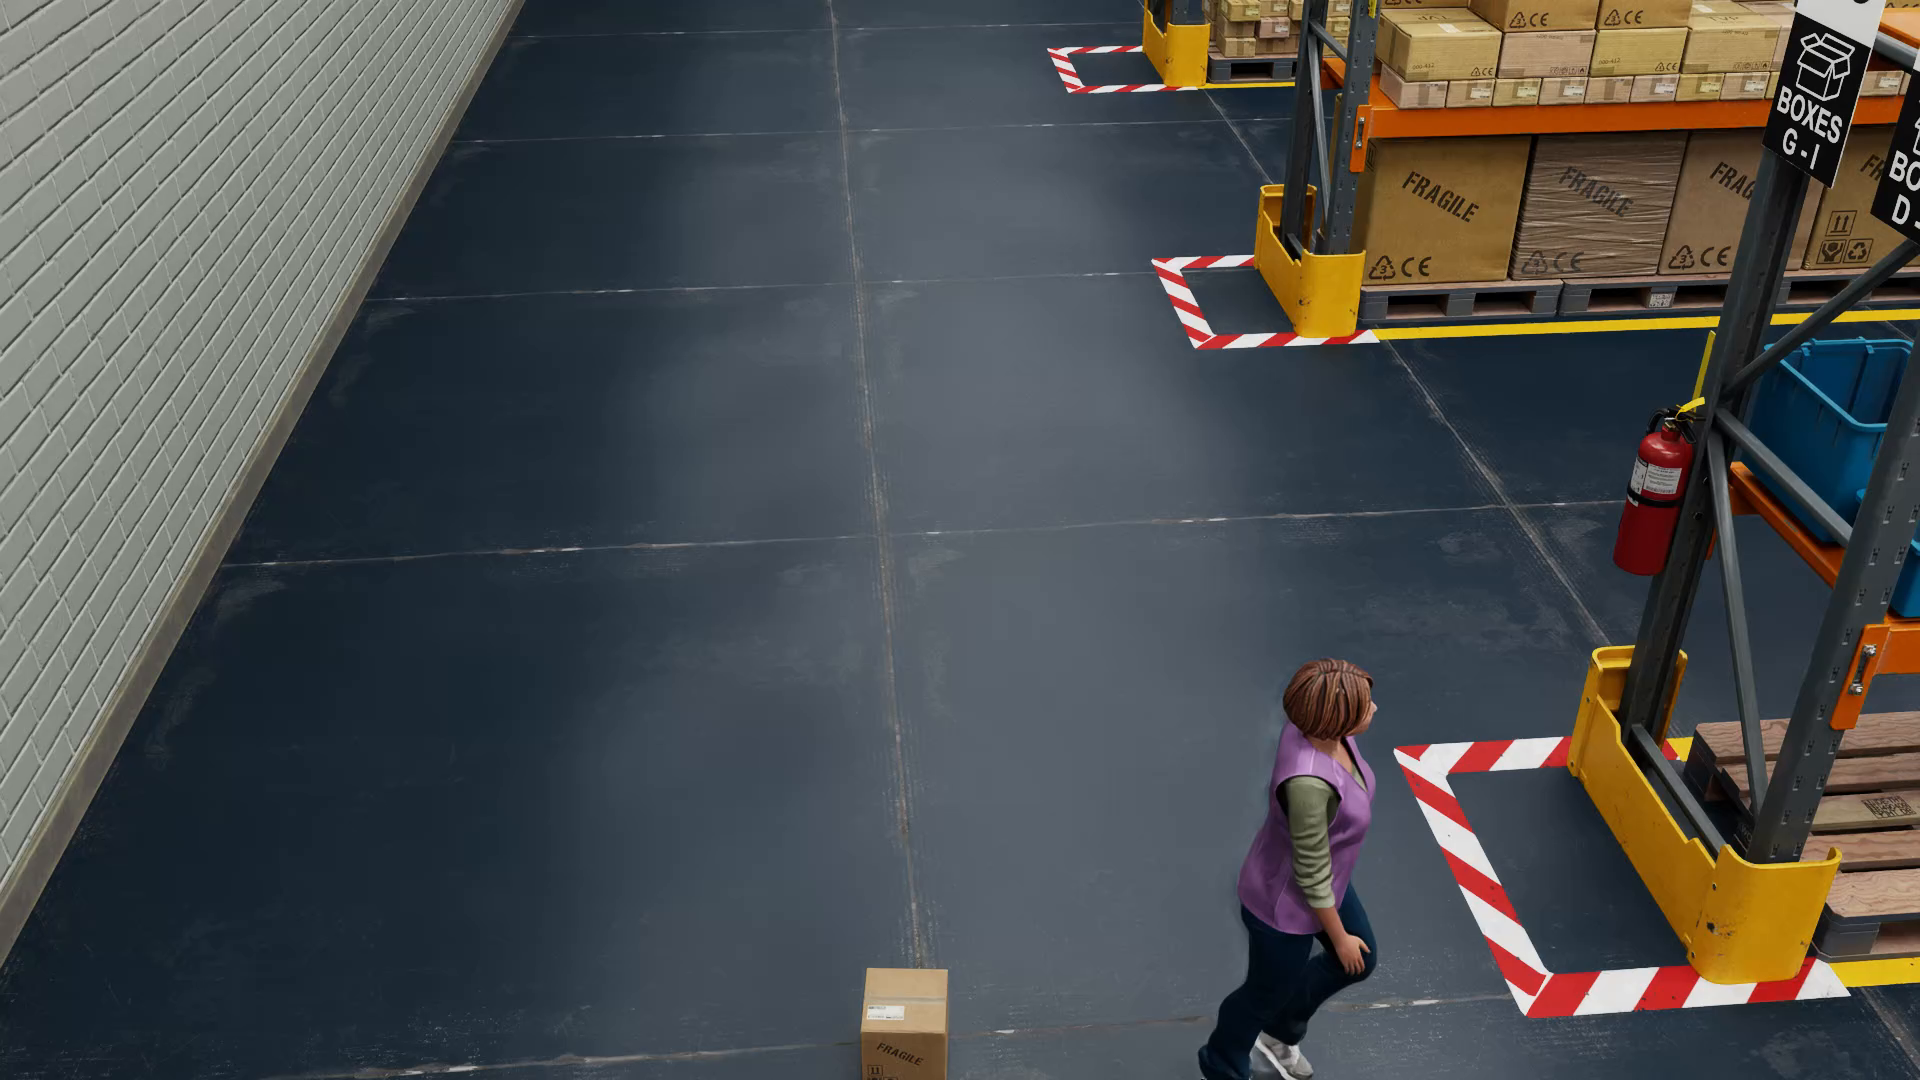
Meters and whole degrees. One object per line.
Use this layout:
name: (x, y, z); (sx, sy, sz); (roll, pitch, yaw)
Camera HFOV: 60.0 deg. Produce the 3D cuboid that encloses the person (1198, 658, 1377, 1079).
person: (0.926, 0.976, 4.534); (0.450, 1.617, 0.417); (12, 33, 18)
